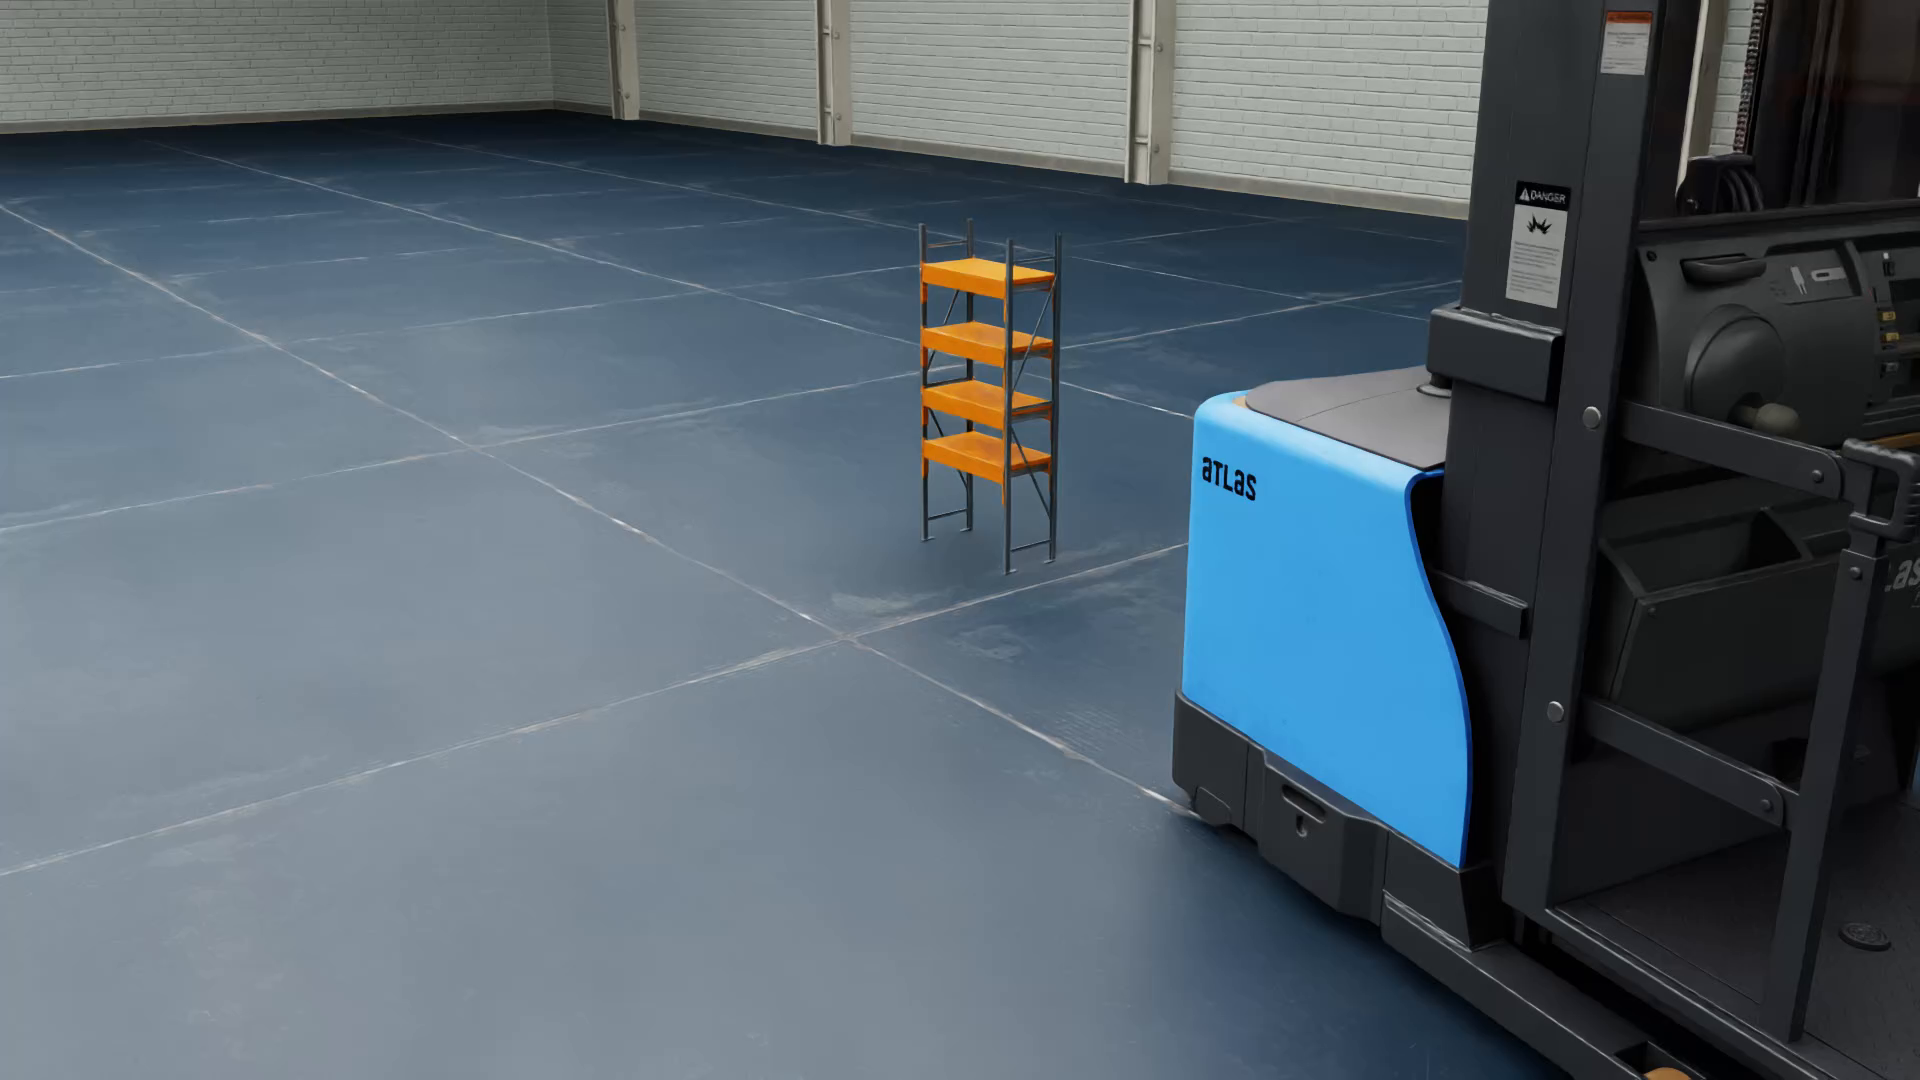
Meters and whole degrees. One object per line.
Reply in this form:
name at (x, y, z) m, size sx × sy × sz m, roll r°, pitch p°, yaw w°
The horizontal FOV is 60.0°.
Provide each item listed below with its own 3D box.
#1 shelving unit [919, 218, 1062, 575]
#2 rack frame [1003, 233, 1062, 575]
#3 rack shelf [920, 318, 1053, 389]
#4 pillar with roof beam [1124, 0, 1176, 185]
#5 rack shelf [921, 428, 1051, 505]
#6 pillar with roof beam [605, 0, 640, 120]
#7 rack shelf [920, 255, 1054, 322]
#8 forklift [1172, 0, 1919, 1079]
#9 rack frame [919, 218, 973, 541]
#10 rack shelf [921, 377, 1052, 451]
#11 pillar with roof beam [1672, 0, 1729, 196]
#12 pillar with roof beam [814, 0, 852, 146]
shelving unit at (0.103, -0.529, 6.051) m, size 0.258 × 1.200 × 0.503 m, roll -14°, pitch 23°, yaw -36°
rack frame at (0.254, -0.469, 5.869) m, size 0.240 × 1.200 × 0.015 m, roll -14°, pitch 23°, yaw -36°
rack shelf at (0.103, -0.677, 6.002) m, size 0.258 × 0.148 × 0.480 m, roll -14°, pitch 23°, yaw -36°
pillar with roof beam at (-1.341, -7.319, 14.149) m, size 9.100 × 9.000 × 0.400 m, roll -14°, pitch 23°, yaw -36°
rack shelf at (0.103, -0.276, 6.134) m, size 0.258 × 0.148 × 0.480 m, roll -14°, pitch 23°, yaw -36°
pillar with roof beam at (-8.792, -10.275, 23.079) m, size 9.100 × 9.000 × 0.400 m, roll -14°, pitch 23°, yaw -36°
rack shelf at (0.103, -0.902, 5.927) m, size 0.258 × 0.148 × 0.480 m, roll -14°, pitch 23°, yaw -36°
forklift at (1.671, -0.378, 2.842) m, size 1.130 × 2.935 × 3.031 m, roll -9°, pitch 20°, yaw -26°
rack frame at (-0.049, -0.589, 6.232) m, size 0.240 × 1.200 × 0.015 m, roll -14°, pitch 23°, yaw -36°
rack shelf at (0.103, -0.465, 6.072) m, size 0.258 × 0.148 × 0.480 m, roll -14°, pitch 23°, yaw -36°
pillar with roof beam at (2.384, -5.840, 9.684) m, size 9.100 × 9.000 × 0.400 m, roll -14°, pitch 23°, yaw -36°
pillar with roof beam at (-5.067, -8.797, 18.614) m, size 9.100 × 9.000 × 0.400 m, roll -14°, pitch 23°, yaw -36°
